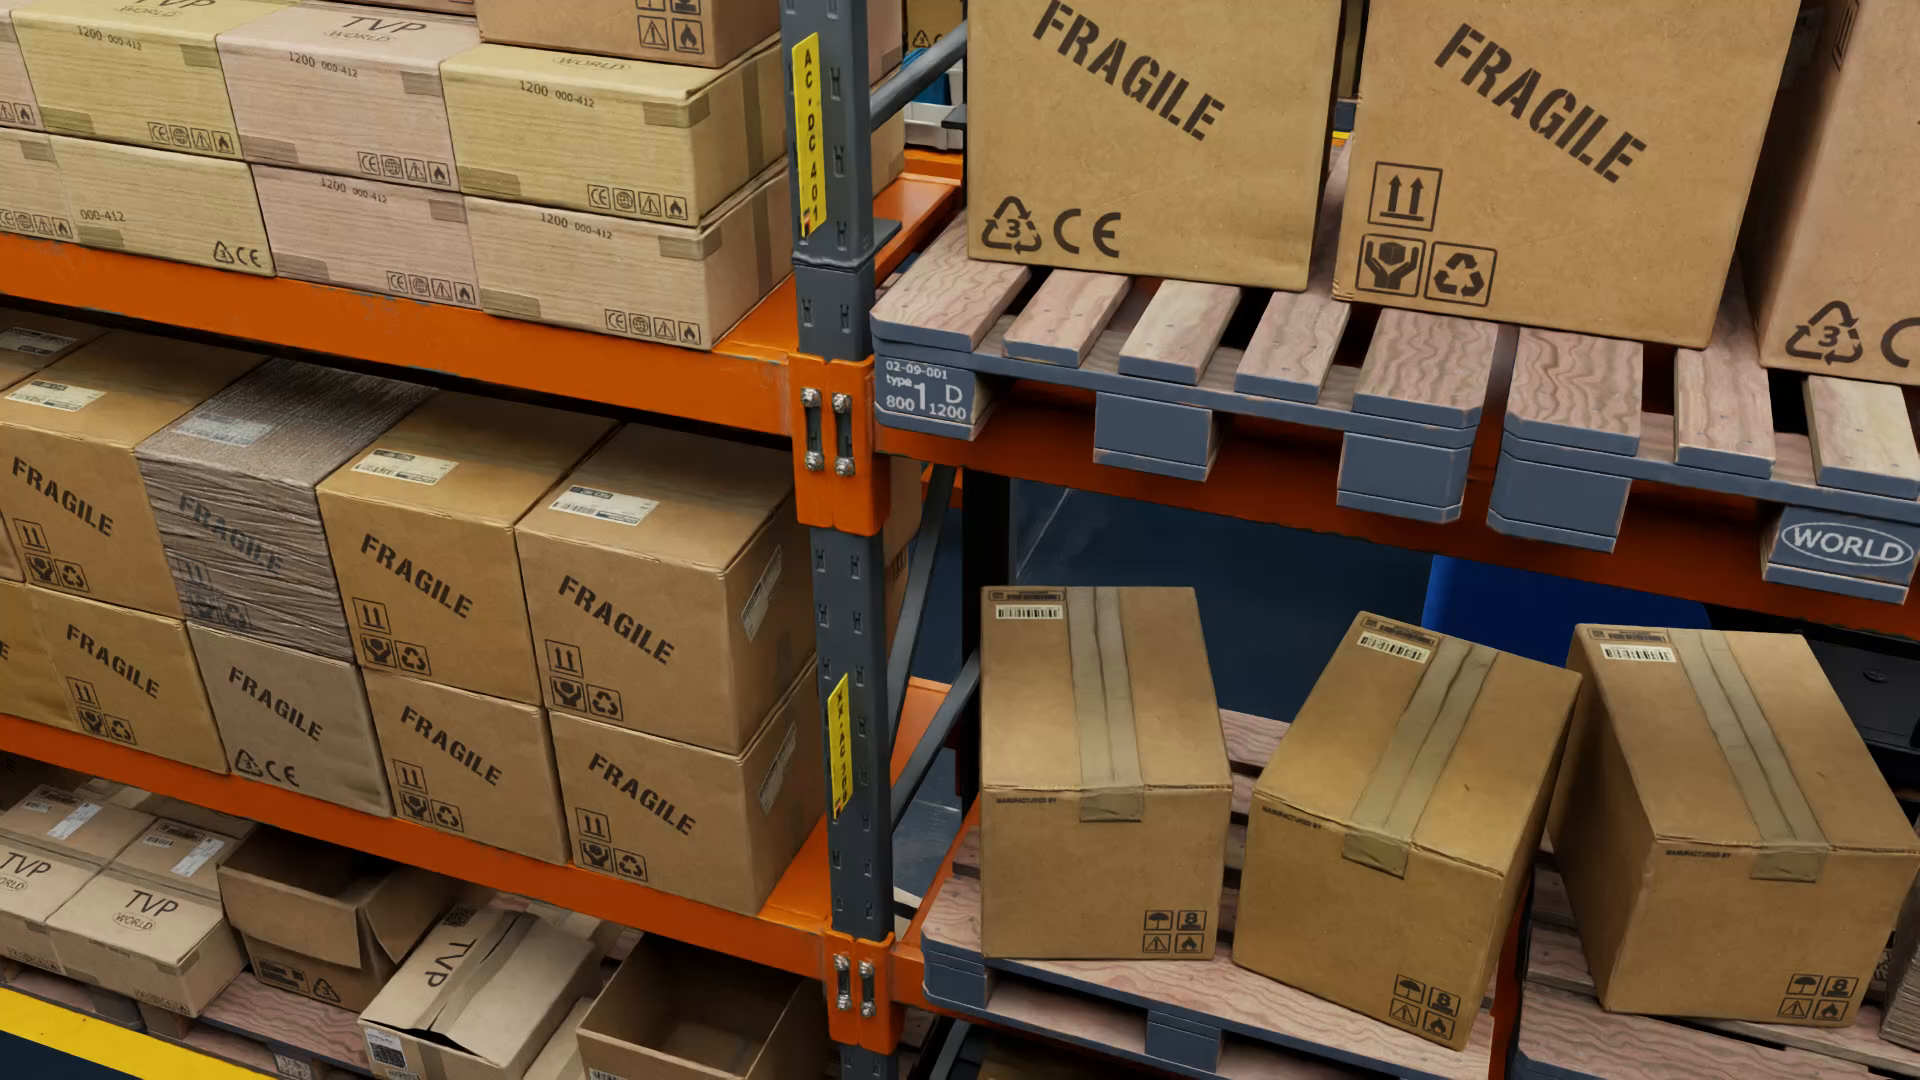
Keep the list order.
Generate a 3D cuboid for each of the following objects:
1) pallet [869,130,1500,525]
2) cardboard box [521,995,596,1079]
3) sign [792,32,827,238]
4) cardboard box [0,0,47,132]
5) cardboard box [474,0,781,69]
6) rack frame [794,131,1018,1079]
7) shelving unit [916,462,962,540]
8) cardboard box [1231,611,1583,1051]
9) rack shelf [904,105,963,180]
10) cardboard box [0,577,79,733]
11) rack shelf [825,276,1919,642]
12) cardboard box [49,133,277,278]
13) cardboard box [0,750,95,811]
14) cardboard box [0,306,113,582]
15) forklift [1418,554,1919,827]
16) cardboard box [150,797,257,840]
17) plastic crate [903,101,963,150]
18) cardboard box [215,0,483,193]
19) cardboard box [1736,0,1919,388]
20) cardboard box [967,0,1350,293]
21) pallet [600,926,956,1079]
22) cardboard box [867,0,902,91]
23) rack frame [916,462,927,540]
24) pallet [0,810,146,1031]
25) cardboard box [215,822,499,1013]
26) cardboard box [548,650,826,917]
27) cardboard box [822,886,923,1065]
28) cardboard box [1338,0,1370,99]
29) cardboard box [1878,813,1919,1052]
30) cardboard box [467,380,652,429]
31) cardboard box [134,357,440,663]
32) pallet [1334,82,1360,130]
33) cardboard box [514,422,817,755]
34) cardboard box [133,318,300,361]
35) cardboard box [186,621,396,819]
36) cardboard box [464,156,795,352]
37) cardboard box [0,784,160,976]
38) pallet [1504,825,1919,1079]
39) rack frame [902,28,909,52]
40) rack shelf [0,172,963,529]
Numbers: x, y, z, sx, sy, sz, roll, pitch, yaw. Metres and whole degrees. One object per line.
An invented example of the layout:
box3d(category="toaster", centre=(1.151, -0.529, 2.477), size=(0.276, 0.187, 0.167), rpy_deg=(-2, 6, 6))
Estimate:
box3d(category="pallet", centre=(0.516, -0.504, 3.174), size=(1.003, 0.211, 1.213), rpy_deg=(11, 34, 16))
box3d(category="cardboard box", centre=(-1.080, 1.537, 4.827), size=(0.250, 0.149, 0.380), rpy_deg=(11, 34, 16))
box3d(category="sign", centre=(-0.250, -0.677, 2.792), size=(0.005, 0.325, 0.100), rpy_deg=(11, 34, 16))
box3d(category="cardboard box", centre=(-2.034, -1.114, 3.622), size=(0.500, 0.250, 0.500), rpy_deg=(11, 34, 16))
box3d(category="cardboard box", centre=(-0.545, -1.270, 3.172), size=(0.500, 0.500, 0.700), rpy_deg=(11, 34, 16))
box3d(category="rack frame", centre=(-0.075, 0.522, 4.177), size=(0.127, 3.000, 1.000), rpy_deg=(11, 34, 16))
box3d(category="shelving unit", centre=(-0.050, -0.451, 7.480), size=(0.252, 1.050, 0.215), rpy_deg=(11, 34, 16))
box3d(category="cardboard box", centre=(0.965, 0.597, 3.580), size=(0.500, 0.500, 0.700), rpy_deg=(17, 36, 24))
box3d(category="rack shelf", centre=(-0.283, -2.071, 8.855), size=(4.000, 0.370, 1.077), rpy_deg=(11, 34, 16))
box3d(category="cardboard box", centre=(-2.552, 0.148, 4.663), size=(0.500, 0.500, 0.500), rpy_deg=(11, 34, 16))
box3d(category="rack shelf", centre=(1.808, -0.070, 2.991), size=(4.000, 0.370, 1.077), rpy_deg=(11, 34, 16))
box3d(category="cardboard box", centre=(-1.563, -0.813, 3.616), size=(0.500, 0.250, 0.500), rpy_deg=(11, 34, 16))
box3d(category="cardboard box", centre=(-3.245, 0.629, 5.910), size=(0.500, 0.500, 0.500), rpy_deg=(11, 34, 16))
box3d(category="cardboard box", centre=(-2.547, -0.271, 4.390), size=(0.500, 0.500, 0.500), rpy_deg=(11, 35, 17))
box3d(category="forklift", centre=(3.366, -0.494, 5.813), size=(3.031, 2.935, 1.130), rpy_deg=(12, 35, 18))
box3d(category="cardboard box", centre=(-2.361, 0.923, 5.685), size=(0.500, 0.250, 0.500), rpy_deg=(11, 34, 16))
box3d(category="plastic crate", centre=(-0.141, -2.087, 8.404), size=(0.466, 0.136, 0.293), rpy_deg=(11, 34, 16))
box3d(category="cardboard box", centre=(-1.093, -0.929, 3.336), size=(0.500, 0.250, 0.500), rpy_deg=(11, 34, 16))
box3d(category="cardboard box", centre=(1.631, -0.627, 2.618), size=(0.600, 0.600, 0.600), rpy_deg=(10, 34, 15))
box3d(category="cardboard box", centre=(0.375, -0.869, 2.994), size=(0.600, 0.600, 0.600), rpy_deg=(8, 34, 12))
box3d(category="pallet", centre=(-0.721, 1.567, 5.129), size=(1.213, 0.211, 1.003), rpy_deg=(11, 34, 16))
box3d(category="cardboard box", centre=(-0.448, -1.101, 3.603), size=(0.500, 0.250, 0.500), rpy_deg=(11, 34, 16))
box3d(category="rack frame", centre=(-0.165, -0.473, 7.515), size=(0.008, 1.050, 0.200), rpy_deg=(11, 34, 16))
box3d(category="pallet", centre=(-3.018, 1.121, 5.820), size=(1.213, 0.211, 1.003), rpy_deg=(11, 34, 16))
box3d(category="cardboard box", centre=(-1.845, 1.044, 5.263), size=(0.637, 0.503, 0.797), rpy_deg=(11, 34, 16))
box3d(category="cardboard box", centre=(-0.632, 0.519, 4.088), size=(0.500, 0.500, 0.500), rpy_deg=(12, 35, 17))
box3d(category="cardboard box", centre=(-0.397, 1.279, 5.077), size=(0.500, 0.311, 0.500), rpy_deg=(11, 34, 16))
box3d(category="cardboard box", centre=(2.677, -3.982, 12.723), size=(0.875, 0.875, 0.875), rpy_deg=(11, 34, 16))
box3d(category="cardboard box", centre=(2.264, 0.713, 3.402), size=(0.500, 0.500, 0.700), rpy_deg=(18, 37, 25))
box3d(category="cardboard box", centre=(-0.909, -0.265, 4.380), size=(0.500, 0.500, 0.500), rpy_deg=(10, 34, 15))
box3d(category="cardboard box", centre=(-1.595, -0.086, 4.103), size=(0.500, 0.500, 0.500), rpy_deg=(11, 35, 17))
box3d(category="pallet", centre=(2.582, -3.544, 13.044), size=(1.213, 0.211, 1.003), rpy_deg=(11, 34, 16))
box3d(category="cardboard box", centre=(-0.638, 0.099, 3.817), size=(0.500, 0.500, 0.500), rpy_deg=(11, 34, 17))
box3d(category="cardboard box", centre=(-1.879, -0.453, 4.672), size=(0.500, 0.500, 0.500), rpy_deg=(12, 35, 18))
box3d(category="cardboard box", centre=(-1.602, 0.333, 4.377), size=(0.500, 0.500, 0.500), rpy_deg=(12, 35, 18))
box3d(category="cardboard box", centre=(-0.622, -0.629, 3.331), size=(0.500, 0.250, 0.500), rpy_deg=(11, 34, 16))
box3d(category="cardboard box", centre=(-2.953, 1.096, 5.417), size=(0.500, 0.250, 0.500), rpy_deg=(11, 34, 16))
box3d(category="pallet", centre=(1.859, 0.981, 3.643), size=(1.213, 0.211, 1.003), rpy_deg=(11, 34, 16))
box3d(category="rack frame", centre=(-0.494, -5.268, 13.144), size=(0.127, 3.000, 1.000), rpy_deg=(11, 34, 16))
box3d(category="rack shelf", centre=(-1.957, -0.802, 4.125), size=(4.000, 0.370, 1.077), rpy_deg=(11, 34, 16))
